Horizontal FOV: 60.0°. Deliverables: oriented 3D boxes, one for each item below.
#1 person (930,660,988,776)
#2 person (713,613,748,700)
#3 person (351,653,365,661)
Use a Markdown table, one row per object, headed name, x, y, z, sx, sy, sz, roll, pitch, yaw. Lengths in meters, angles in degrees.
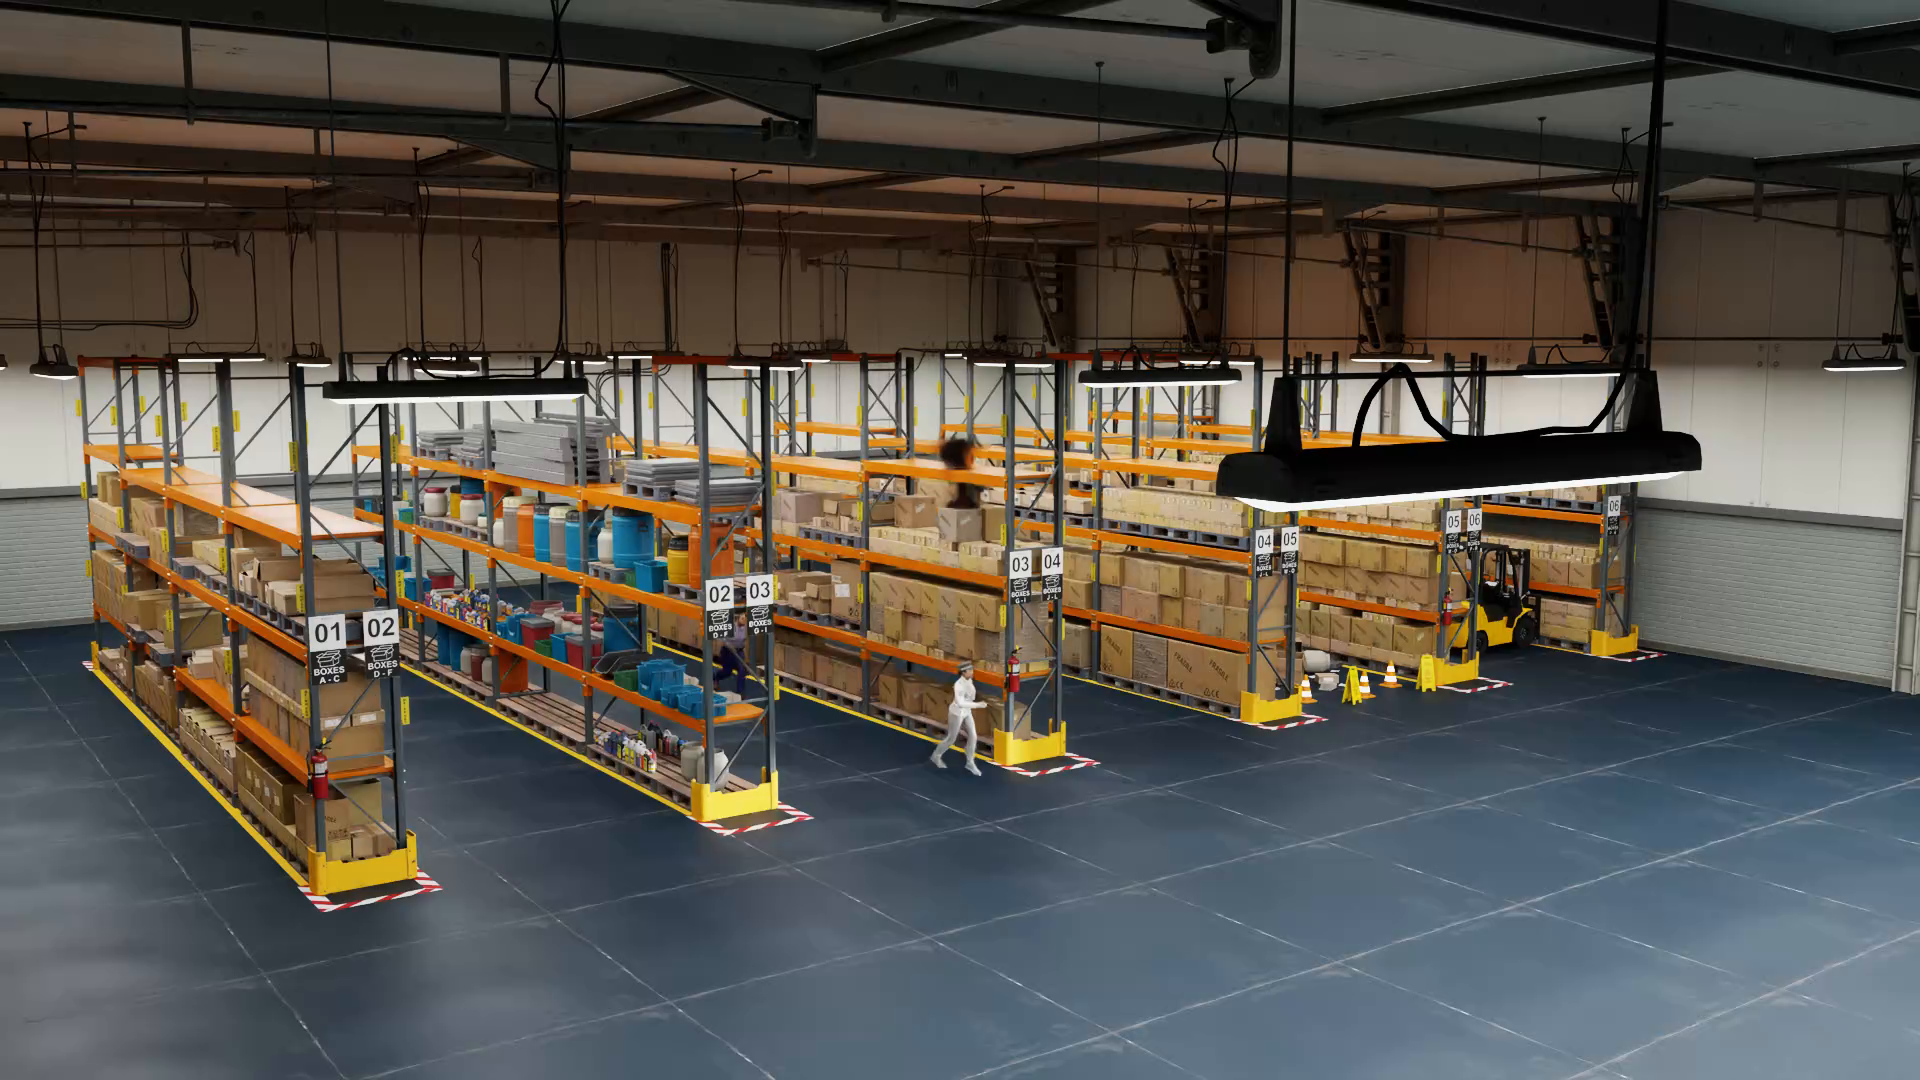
| name | x | y | z | sx | sy | sz | roll | pitch | yaw |
| --- | --- | --- | --- | --- | --- | --- | --- | --- | --- |
| person | 0.011 | 2.578 | 24.178 | 0.989 | 1.720 | 0.553 | 4 | 8 | 29 |
| person | -4.062 | 2.018 | 29.373 | 0.955 | 1.615 | 0.629 | 6 | 9 | 41 |
| person | -9.393 | 2.302 | 26.112 | 0.726 | 1.820 | 0.651 | 6 | 9 | 40 |
